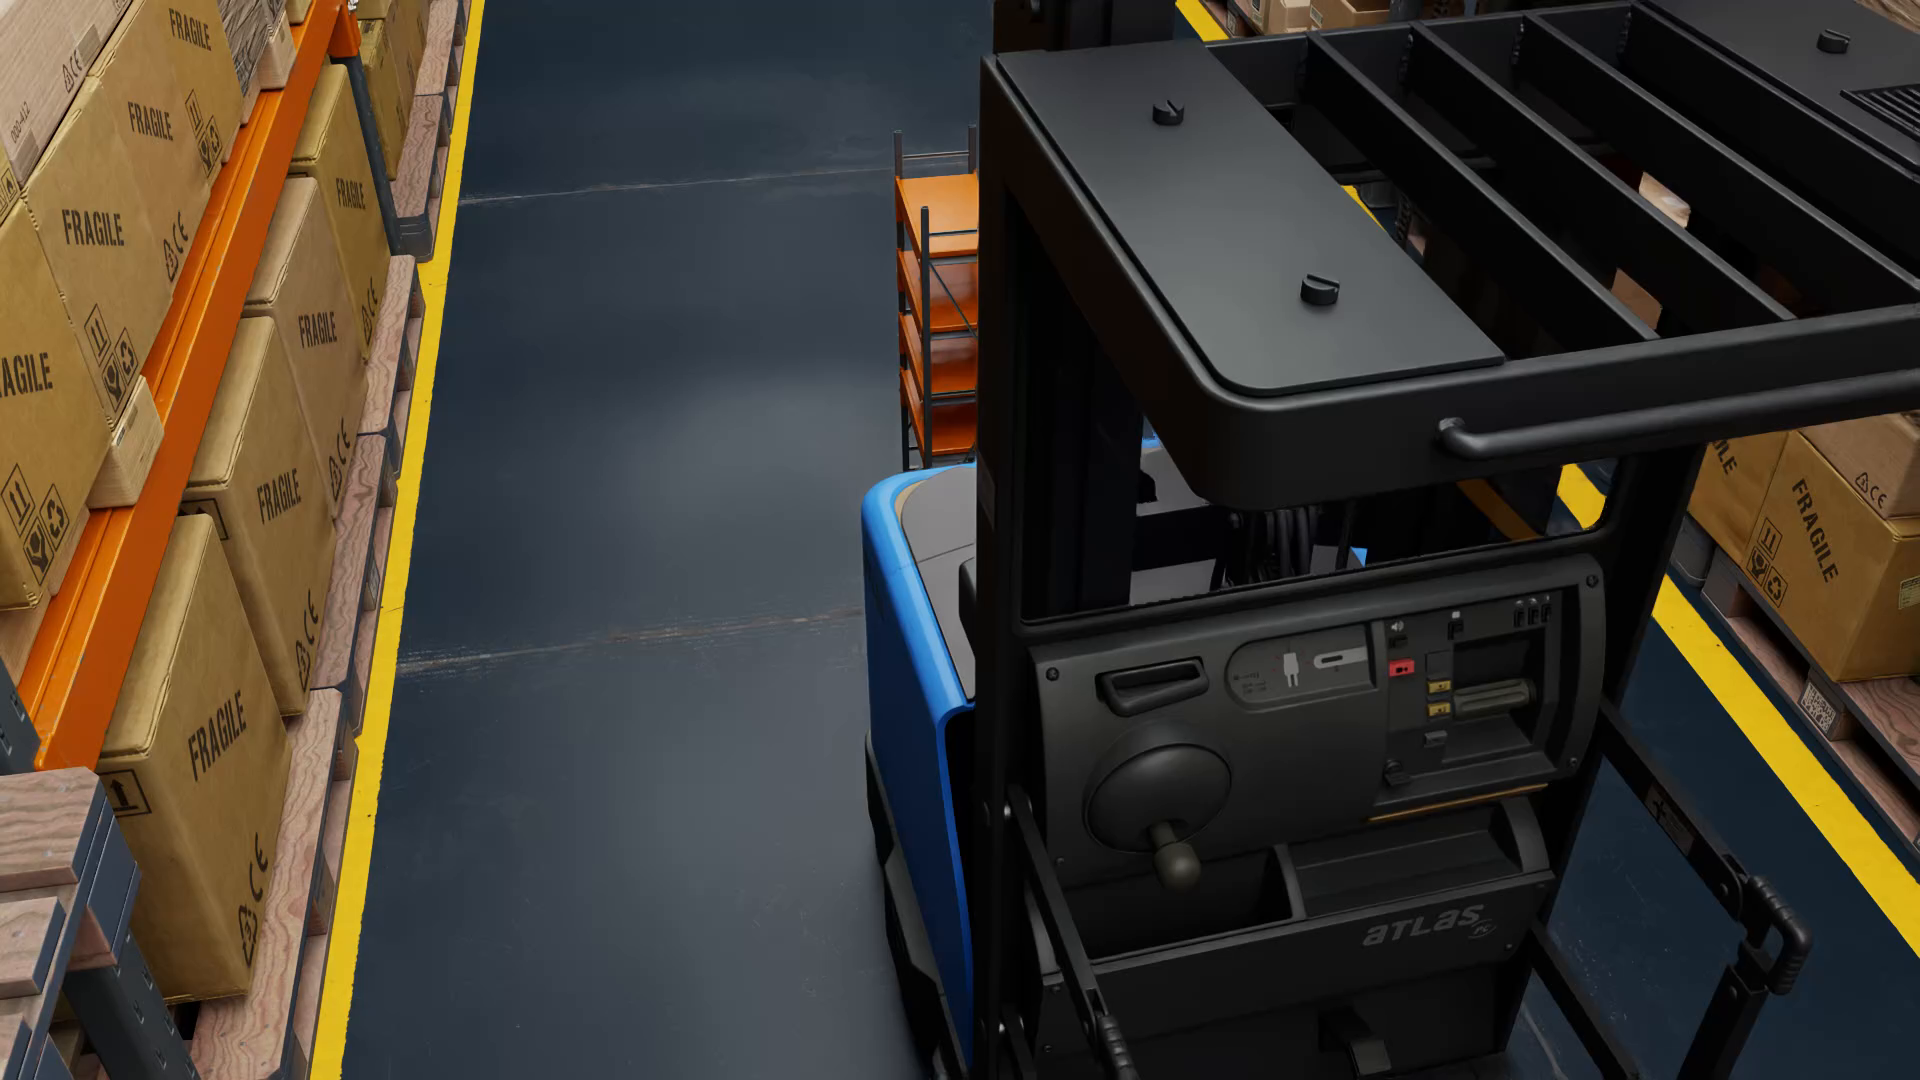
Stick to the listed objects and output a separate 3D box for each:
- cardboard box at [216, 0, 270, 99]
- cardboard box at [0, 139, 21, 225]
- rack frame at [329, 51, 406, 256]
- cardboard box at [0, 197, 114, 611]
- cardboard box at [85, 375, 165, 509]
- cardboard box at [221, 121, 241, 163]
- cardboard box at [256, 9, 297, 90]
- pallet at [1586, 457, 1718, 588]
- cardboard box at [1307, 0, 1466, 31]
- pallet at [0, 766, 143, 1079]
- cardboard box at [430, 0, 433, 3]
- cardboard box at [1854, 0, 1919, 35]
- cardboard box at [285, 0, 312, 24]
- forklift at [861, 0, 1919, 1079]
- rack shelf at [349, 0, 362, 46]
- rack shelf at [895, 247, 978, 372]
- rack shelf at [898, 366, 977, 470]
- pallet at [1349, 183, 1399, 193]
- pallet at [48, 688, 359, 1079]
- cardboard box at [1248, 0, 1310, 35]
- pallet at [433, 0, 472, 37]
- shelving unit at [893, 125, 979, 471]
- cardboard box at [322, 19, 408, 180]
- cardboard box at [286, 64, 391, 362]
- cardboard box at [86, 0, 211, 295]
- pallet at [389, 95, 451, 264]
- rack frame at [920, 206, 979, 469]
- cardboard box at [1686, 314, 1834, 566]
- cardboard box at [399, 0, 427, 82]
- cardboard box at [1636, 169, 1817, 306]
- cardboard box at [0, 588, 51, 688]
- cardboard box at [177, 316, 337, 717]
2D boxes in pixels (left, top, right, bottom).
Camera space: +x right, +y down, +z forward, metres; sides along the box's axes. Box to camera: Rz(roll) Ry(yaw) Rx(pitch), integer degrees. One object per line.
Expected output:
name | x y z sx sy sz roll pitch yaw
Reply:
cardboard box | -2.152 -1.443 4.322 0.500 0.500 0.500 -6 38 -8
cardboard box | -1.789 -0.506 2.505 0.500 0.250 0.500 -5 38 -7
rack frame | -2.660 -2.141 5.562 1.000 3.000 0.127 -6 38 -8
cardboard box | -1.792 -0.211 2.737 0.500 0.500 0.500 -5 38 -7
cardboard box | -1.787 -0.181 3.226 0.380 0.149 0.250 -5 38 -7
cardboard box | -2.142 -1.104 4.415 0.380 0.149 0.250 -7 38 -9
cardboard box | -2.149 -1.412 4.811 0.380 0.149 0.250 -6 38 -8
pallet | 2.613 -0.350 5.528 1.003 0.211 1.213 -6 38 -8
cardboard box | 1.837 -2.177 7.286 0.500 0.500 0.500 -6 38 -8
pallet | -1.729 0.769 1.971 1.213 0.211 1.003 -6 38 -8
cardboard box | -3.052 -3.022 8.390 0.700 0.500 0.500 -6 38 -8
cardboard box | 2.724 -1.407 4.192 0.700 0.500 0.500 0 38 1
cardboard box | -2.254 -1.727 5.216 0.380 0.149 0.250 -6 38 -7
forklift | 0.623 0.354 2.405 1.130 2.935 3.031 -9 39 -11
rack shelf | -3.011 -3.065 7.337 1.077 0.370 4.000 -6 38 -8
rack shelf | -0.029 -0.697 4.915 0.258 0.148 0.480 -6 38 -8
rack shelf | -0.029 -0.364 5.174 0.258 0.148 0.480 -6 38 -8
pallet | 2.097 -1.990 7.640 1.003 0.211 1.213 -6 38 -8
pallet | -2.023 0.891 3.931 1.003 0.211 1.213 -6 38 -8
cardboard box | 1.706 -2.555 7.927 0.500 0.311 0.500 -6 38 -8
pallet | -3.144 -2.982 8.916 1.003 0.211 1.213 -6 38 -8
shelving unit | -0.029 -0.574 5.011 0.258 1.200 0.503 -6 38 -8
cardboard box | -2.690 -1.783 6.795 0.700 0.500 0.500 -6 38 -7
cardboard box | -2.418 -1.080 5.605 0.750 0.750 0.750 -6 38 -7
cardboard box | -1.960 -0.828 3.531 0.500 0.500 0.500 -6 38 -8
pallet | -2.716 -1.508 7.019 1.003 0.211 1.213 -6 38 -8
rack frame | 0.014 -0.426 4.821 0.240 1.200 0.015 -6 38 -8
cardboard box | 2.432 -0.299 4.869 0.500 0.500 0.500 -8 38 -10
cardboard box | -2.863 -2.397 7.586 0.700 0.500 0.500 -5 38 -7
cardboard box | 2.325 -0.934 5.075 0.500 0.250 0.500 -7 38 -9
cardboard box | -1.788 0.142 2.811 0.380 0.149 0.250 -7 38 -9
cardboard box | -2.106 -0.030 4.254 0.750 0.750 0.750 -6 38 -8
